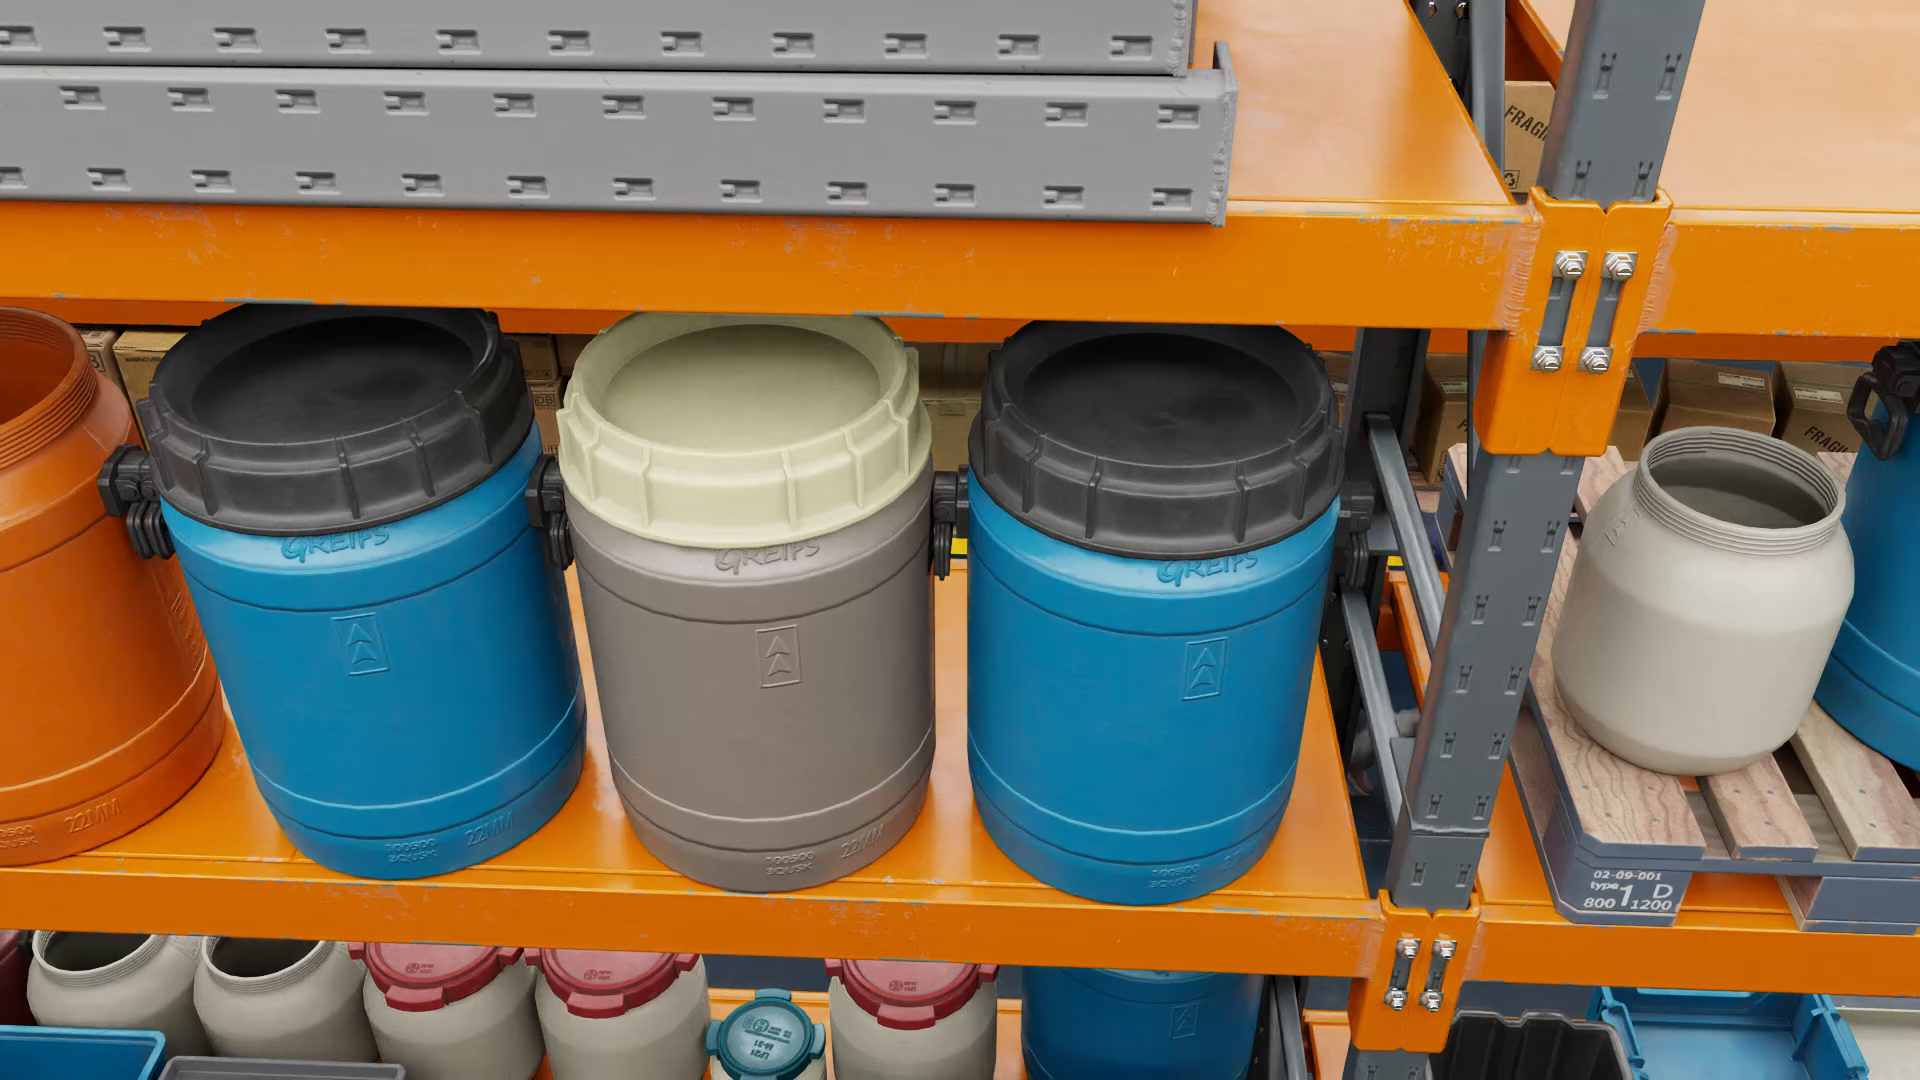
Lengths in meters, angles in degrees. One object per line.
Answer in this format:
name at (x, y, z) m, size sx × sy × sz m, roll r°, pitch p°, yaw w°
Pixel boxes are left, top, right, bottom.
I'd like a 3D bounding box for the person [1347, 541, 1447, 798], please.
person at (1.899, 0.474, 6.497) m, size 0.750 × 1.653 × 0.605 m, roll -2°, pitch 36°, yaw -3°
